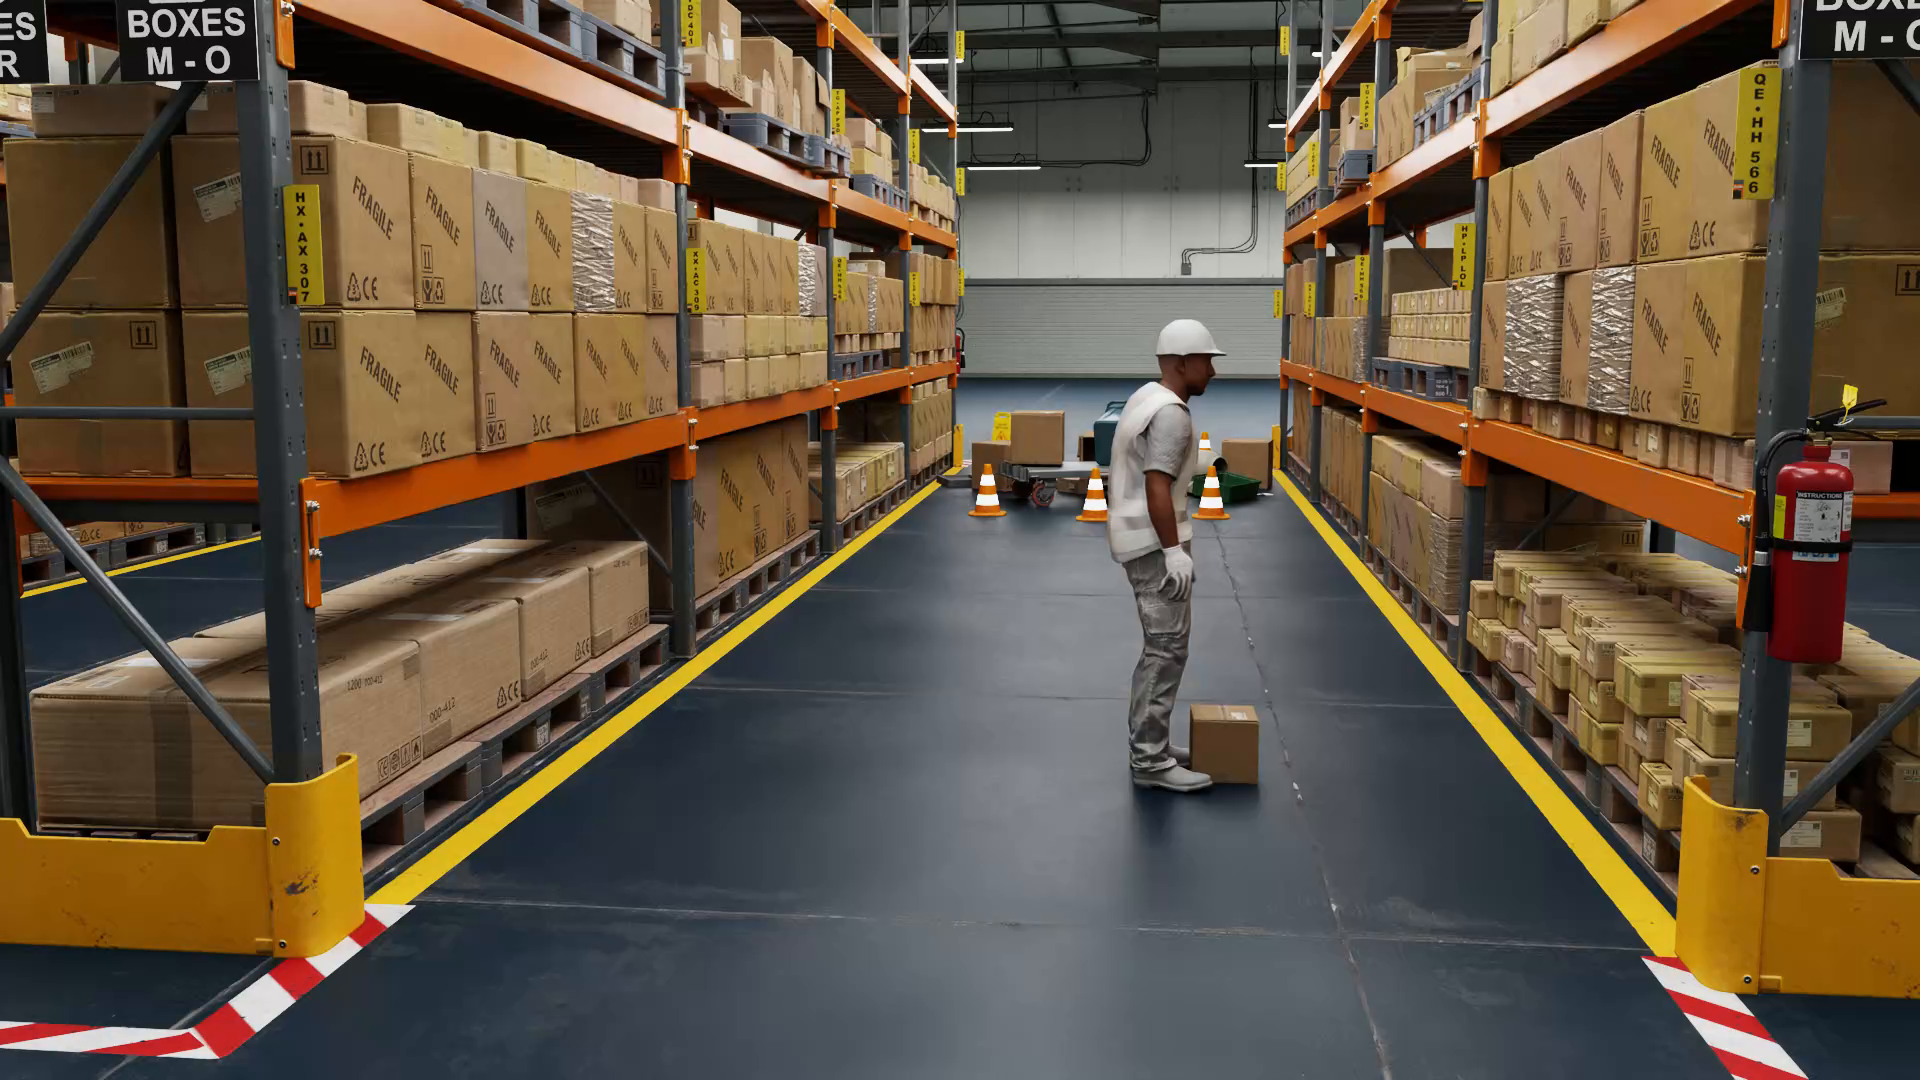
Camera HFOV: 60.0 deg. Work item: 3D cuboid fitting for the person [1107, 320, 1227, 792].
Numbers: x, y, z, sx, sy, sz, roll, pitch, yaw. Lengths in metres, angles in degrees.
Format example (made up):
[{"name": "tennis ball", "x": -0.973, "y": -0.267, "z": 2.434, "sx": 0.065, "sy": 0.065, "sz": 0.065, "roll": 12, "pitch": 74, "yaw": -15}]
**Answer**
[{"name": "person", "x": 0.795, "y": 0.042, "z": 6.435, "sx": 0.450, "sy": 1.771, "sz": 0.623, "roll": 0, "pitch": 8, "yaw": 3}]
